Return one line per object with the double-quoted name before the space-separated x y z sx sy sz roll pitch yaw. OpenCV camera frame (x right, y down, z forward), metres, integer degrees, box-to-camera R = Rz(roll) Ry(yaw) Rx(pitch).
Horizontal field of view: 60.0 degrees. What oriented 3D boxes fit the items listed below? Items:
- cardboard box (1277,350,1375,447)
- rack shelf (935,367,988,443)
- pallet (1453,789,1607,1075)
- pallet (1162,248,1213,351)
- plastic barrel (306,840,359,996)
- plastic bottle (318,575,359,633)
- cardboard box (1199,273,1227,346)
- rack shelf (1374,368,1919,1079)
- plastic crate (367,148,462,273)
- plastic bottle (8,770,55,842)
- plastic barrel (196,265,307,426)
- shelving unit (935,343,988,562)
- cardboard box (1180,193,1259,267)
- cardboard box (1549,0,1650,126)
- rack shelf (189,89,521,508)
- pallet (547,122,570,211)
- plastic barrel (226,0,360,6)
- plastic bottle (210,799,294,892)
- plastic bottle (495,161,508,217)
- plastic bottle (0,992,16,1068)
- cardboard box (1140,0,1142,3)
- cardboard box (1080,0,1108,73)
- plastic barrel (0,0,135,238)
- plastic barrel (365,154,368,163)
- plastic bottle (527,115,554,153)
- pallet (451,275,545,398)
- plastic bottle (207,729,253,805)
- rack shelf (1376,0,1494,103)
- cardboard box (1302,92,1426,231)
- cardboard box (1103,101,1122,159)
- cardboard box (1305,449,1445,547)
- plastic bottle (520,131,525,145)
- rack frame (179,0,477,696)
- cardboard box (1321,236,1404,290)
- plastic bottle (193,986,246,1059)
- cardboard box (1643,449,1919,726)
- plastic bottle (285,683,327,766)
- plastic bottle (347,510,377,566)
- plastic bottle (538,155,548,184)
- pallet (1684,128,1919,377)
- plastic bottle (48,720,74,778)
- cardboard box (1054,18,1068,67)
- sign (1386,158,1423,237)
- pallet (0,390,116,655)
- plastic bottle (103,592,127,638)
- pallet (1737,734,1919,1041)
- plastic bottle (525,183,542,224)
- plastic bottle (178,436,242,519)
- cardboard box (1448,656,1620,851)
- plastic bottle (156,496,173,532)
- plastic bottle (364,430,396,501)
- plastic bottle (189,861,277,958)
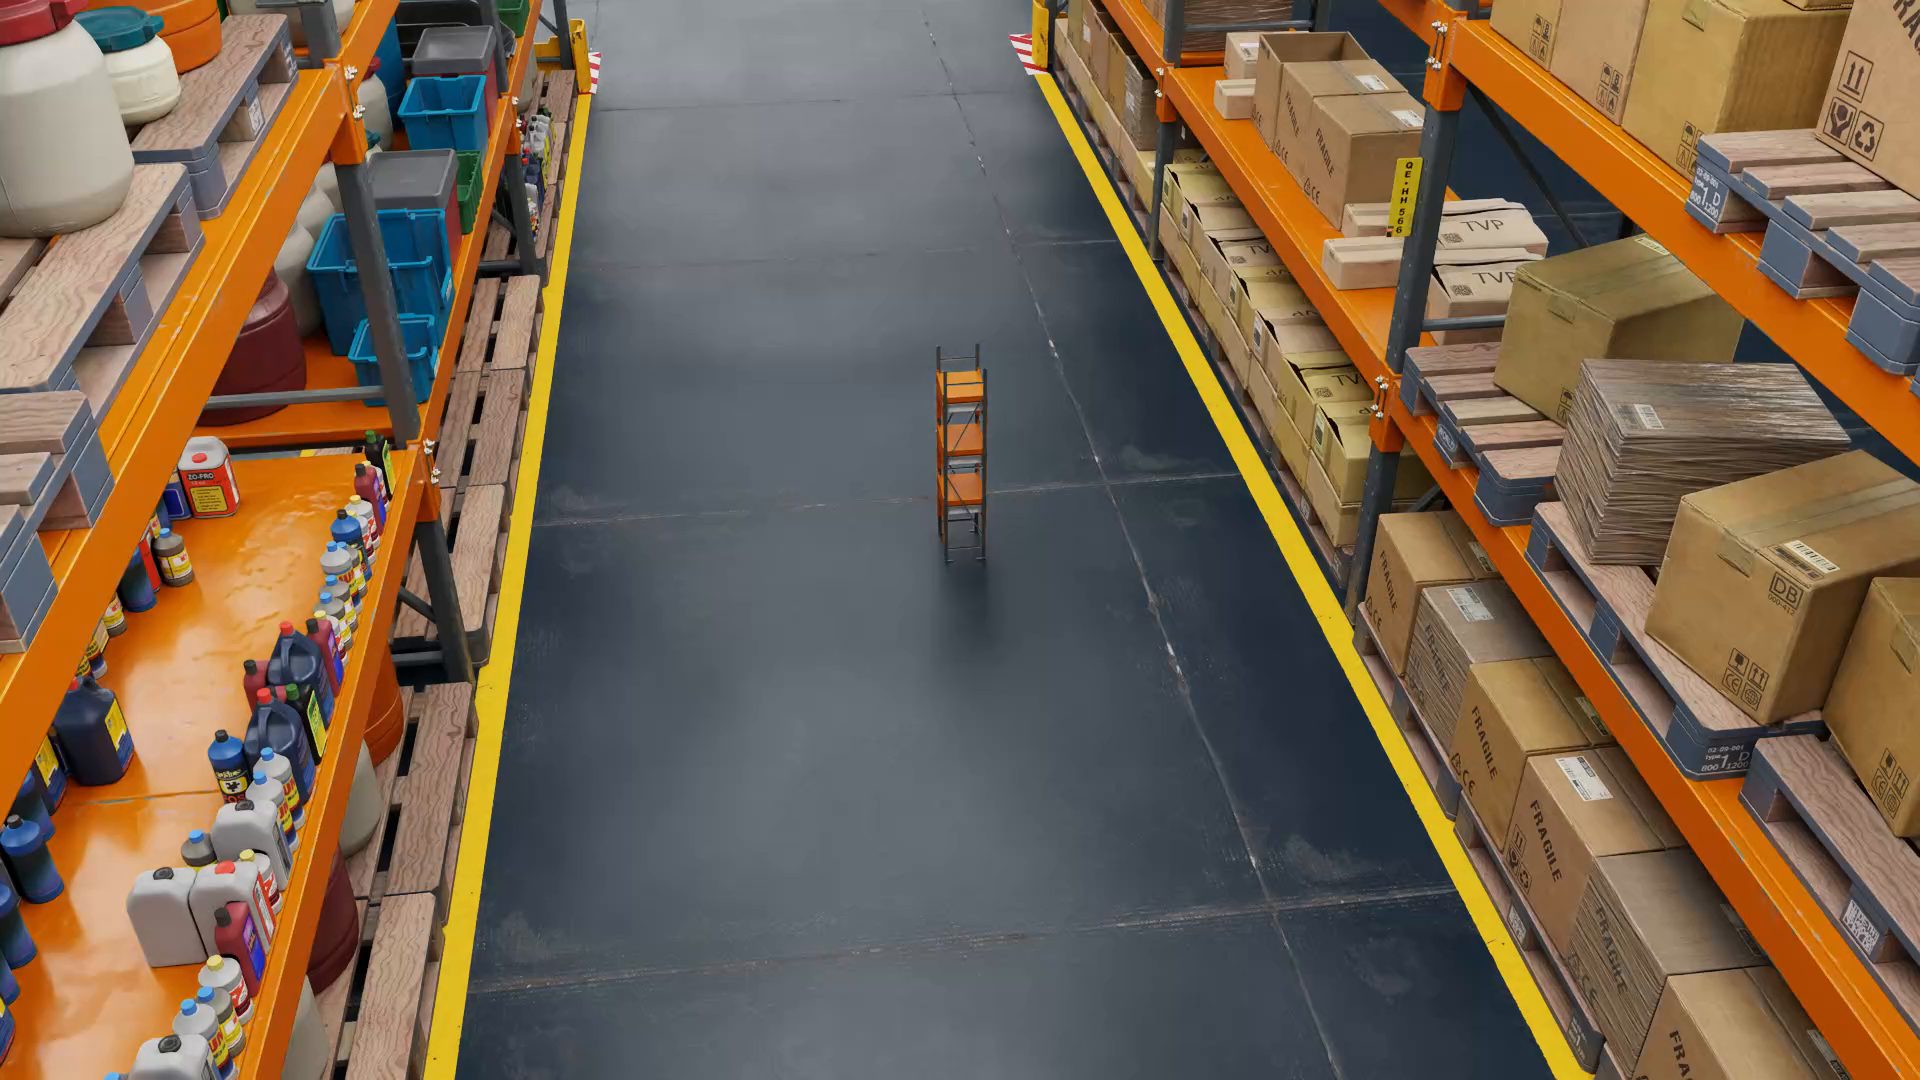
"cardboard box" 1.902 -0.740 8.243 0.500 0.311 0.500 -5 35 -7
"rack shelf" 0.007 -0.630 7.757 0.215 0.259 0.240 -4 35 -6
"pallet" 2.517 1.344 6.091 1.003 0.211 1.213 -4 35 -6
"pallet" 1.893 -1.579 10.380 1.003 0.211 1.213 -4 35 -6
"plastic barrel" -2.381 1.190 5.608 0.600 0.588 0.708 -4 35 -6
"plastic bottle" -2.045 0.207 5.459 0.097 0.201 0.097 0 34 0
"cardboard box" 1.704 -1.359 9.649 0.500 0.250 0.500 -5 35 -8
"rack shelf" 2.562 0.506 5.483 1.077 0.370 4.000 -4 35 -6
"plastic crate" -2.530 -1.486 7.710 0.402 0.464 0.583 -4 35 -6
"plastic bottle" -2.618 0.724 4.639 0.097 0.271 0.097 0 34 0
"plastic barrel" -2.979 -0.827 6.679 0.600 0.536 0.708 -4 35 -6
"shelving unit" 0.007 -0.404 7.911 0.215 1.050 0.252 -4 35 -6
"cardboard box" 1.626 -1.880 9.915 0.500 0.311 0.500 -5 35 -7
"cardboard box" 2.454 -1.663 5.274 0.910 0.500 0.500 -4 35 -6
"rack shelf" -2.885 -1.353 8.211 1.077 0.370 4.000 -4 35 -6
"pallet" -3.370 -2.675 11.987 1.003 0.211 1.213 -4 35 -6
"plastic barrel" -2.511 -2.456 6.081 0.600 0.901 0.600 0 34 0
"plastic bottle" -1.918 0.816 4.500 0.152 0.276 0.135 -4 35 -6
"plastic bottle" -2.994 -2.325 10.959 0.144 0.351 0.185 -4 35 -6
"plastic bottle" -2.408 1.116 3.993 0.144 0.351 0.185 -4 35 -6
"cardboard box" 1.548 -4.002 11.371 0.700 0.500 0.500 -4 34 -6
"cardboard box" 1.218 -3.846 12.633 0.500 0.500 0.500 -4 35 -6
"plastic barrel" -2.228 -1.026 3.935 0.433 0.535 0.433 0 34 0
"plastic barrel" -3.144 -1.863 8.199 0.433 0.535 0.433 0 34 0
"plastic bottle" -3.004 -2.921 11.900 0.152 0.276 0.135 -4 34 -6
"pallet" -3.010 -1.179 9.793 1.003 0.211 1.213 -4 35 -6
"plastic bottle" -2.076 0.653 4.742 0.097 0.271 0.097 0 34 0
"rack shelf" 2.024 -2.966 7.914 1.077 0.370 4.000 -4 35 -6
"cardboard box" 2.051 -1.884 8.262 0.500 0.500 0.500 -6 35 -9
"cardboard box" 1.337 -2.977 12.023 0.500 0.250 0.500 -4 35 -6
"cardboard box" 1.980 -0.220 7.978 0.500 0.250 0.500 -4 34 -5
"plastic bottle" -3.106 -2.793 11.778 0.097 0.201 0.097 0 34 0
"rack frame" -2.616 -0.535 6.371 1.000 3.000 0.127 -4 35 -6
"cardboard box" 1.898 -1.285 7.695 0.380 0.149 0.250 -4 35 -6
"plastic bottle" -1.813 1.167 4.050 0.097 0.201 0.097 0 34 0
"cardboard box" 2.532 0.128 4.936 0.700 0.500 0.500 -13 36 -18
"plastic bottle" -1.942 0.523 4.923 0.061 0.283 0.133 -4 35 -6
"plastic bottle" -2.097 -0.010 5.778 0.097 0.201 0.097 0 34 0
"plastic bottle" -2.891 -2.539 11.406 0.097 0.201 0.097 0 34 0
"pallet" 2.670 -0.785 4.242 1.213 0.211 1.003 -4 35 -6
"plastic bottle" -2.692 0.557 4.880 0.152 0.276 0.135 -4 35 -6
"cardboard box" 1.069 -4.093 13.661 0.500 0.250 0.500 -4 35 -6
"sign" 1.743 -1.342 6.528 0.100 0.325 0.005 -4 35 -6
"pallet" -2.280 0.106 2.935 1.213 0.211 1.003 -4 35 -6
"plastic bottle" -2.809 0.213 5.450 0.097 0.201 0.097 0 34 0
"pallet" 2.832 0.950 4.363 1.003 0.211 1.213 -4 35 -6
"plastic bottle" -2.833 -2.212 10.861 0.152 0.276 0.135 -3 34 -5
"plastic bottle" -2.727 -0.229 6.032 0.152 0.276 0.135 -4 35 -6
"cardboard box" 2.209 0.791 6.254 0.500 0.500 0.500 -5 35 -7
"plastic bottle" -2.890 -0.149 5.919 0.097 0.271 0.097 0 34 0
"plastic bottle" -2.139 -0.293 6.120 0.061 0.283 0.133 -4 35 -6
"plastic bottle" -1.887 0.945 4.310 0.152 0.276 0.135 -4 35 -6
